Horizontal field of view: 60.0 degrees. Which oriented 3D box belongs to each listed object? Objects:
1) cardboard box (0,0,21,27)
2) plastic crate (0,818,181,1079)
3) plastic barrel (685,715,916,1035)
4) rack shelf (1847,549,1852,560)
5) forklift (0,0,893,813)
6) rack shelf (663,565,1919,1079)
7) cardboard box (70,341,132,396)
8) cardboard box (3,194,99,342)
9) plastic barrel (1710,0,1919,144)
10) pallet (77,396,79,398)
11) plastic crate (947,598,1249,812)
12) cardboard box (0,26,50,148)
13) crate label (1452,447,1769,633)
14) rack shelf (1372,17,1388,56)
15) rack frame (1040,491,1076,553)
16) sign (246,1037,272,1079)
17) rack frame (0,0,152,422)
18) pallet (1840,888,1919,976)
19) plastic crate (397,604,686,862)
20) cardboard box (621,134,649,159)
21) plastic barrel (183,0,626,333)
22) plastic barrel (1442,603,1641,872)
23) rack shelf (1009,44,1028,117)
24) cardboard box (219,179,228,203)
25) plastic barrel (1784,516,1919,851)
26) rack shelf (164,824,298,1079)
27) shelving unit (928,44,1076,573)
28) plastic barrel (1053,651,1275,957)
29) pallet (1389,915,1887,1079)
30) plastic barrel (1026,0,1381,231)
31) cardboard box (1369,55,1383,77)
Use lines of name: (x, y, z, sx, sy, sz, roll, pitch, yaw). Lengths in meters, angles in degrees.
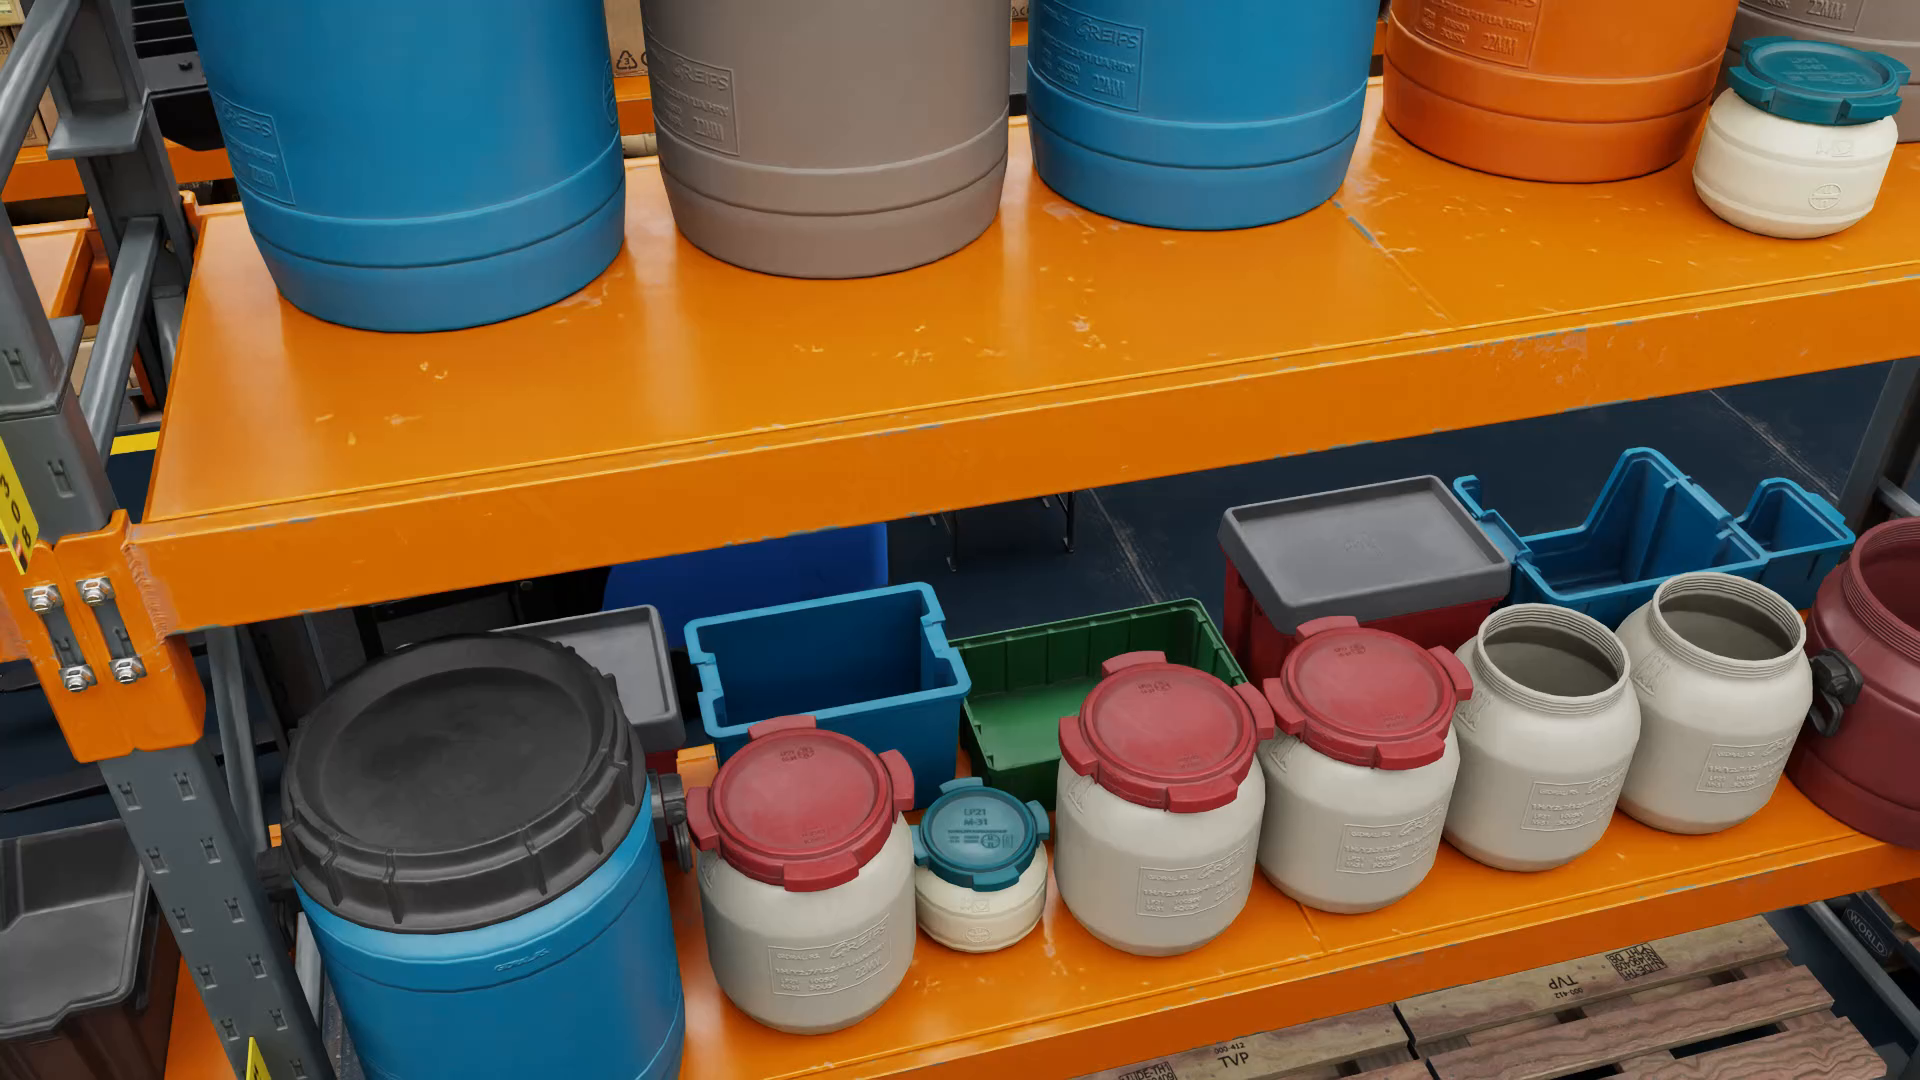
cardboard box: (-3.758, -2.118, 6.434, 0.250, 0.149, 0.380, -9, 38, -12)
plastic crate: (-1.819, 0.789, 3.301, 0.504, 0.338, 0.767, -9, 38, -12)
plastic barrel: (-0.300, 0.679, 3.281, 0.433, 0.535, 0.433, 0, 37, 0)
rack shelf: (4.512, 0.091, 4.754, 4.000, 0.370, 1.077, -9, 38, -12)
forklift: (-1.812, -0.669, 5.213, 3.031, 2.935, 1.130, -14, 40, -18)
rack shelf: (0.650, 0.725, 3.926, 4.000, 0.370, 1.077, -9, 38, -12)
cardboard box: (-3.923, -0.862, 7.325, 0.500, 0.250, 0.500, -9, 38, -12)
cardboard box: (-3.927, -1.167, 7.107, 0.500, 0.500, 0.500, -9, 38, -12)
plastic barrel: (1.732, -1.265, 3.054, 0.600, 0.901, 0.600, 0, 37, 0)
pallet: (-4.527, -0.746, 7.551, 1.213, 0.211, 1.003, -9, 38, -12)
plastic crate: (0.327, 0.399, 3.934, 0.662, 0.188, 0.450, -9, 38, -12)
cardboard box: (-3.988, -1.951, 6.750, 0.500, 0.500, 0.700, -9, 38, -11)
crate label: (1.551, 0.107, 4.112, 0.616, 0.435, 0.502, -9, 38, -12)
rack shelf: (3.224, -2.815, 8.553, 4.000, 0.370, 1.077, -9, 38, -12)
rack frame: (0.395, -0.899, 6.197, 0.015, 2.100, 0.400, -9, 38, -12)
sign: (-1.148, 0.971, 2.785, 0.005, 0.325, 0.100, -9, 38, -12)
rack frame: (-1.281, -1.627, 1.470, 0.127, 3.000, 1.000, -9, 38, -12)
pallet: (3.331, 1.081, 5.164, 1.213, 0.211, 1.003, -9, 38, -12)
plastic crate: (-0.893, 0.474, 3.608, 0.583, 0.464, 0.402, -9, 38, -12)
cardboard box: (-1.752, -1.766, 8.045, 0.500, 0.311, 0.500, -8, 38, -11)
plastic barrel: (-0.846, -0.842, 2.501, 0.708, 0.901, 0.600, -9, 38, -12)
plastic barrel: (1.237, 0.433, 3.623, 0.421, 0.512, 0.421, 0, 37, 0)
rack shelf: (0.160, -1.405, 5.729, 0.480, 0.518, 0.431, -9, 38, -12)
cardboard box: (-3.578, -1.549, 7.606, 0.500, 0.500, 0.500, -9, 38, -12)
plastic barrel: (2.212, 0.320, 3.751, 0.708, 0.536, 0.600, -9, 38, -12)
rack shelf: (-3.211, 1.359, 3.097, 4.000, 0.370, 1.077, -9, 38, -12)
shelving unit: (0.160, -0.860, 6.146, 0.503, 2.100, 0.431, -9, 38, -12)
plastic barrel: (0.408, 0.563, 3.433, 0.433, 0.535, 0.433, 0, 37, 0)
pallet: (1.823, 1.330, 4.838, 1.213, 0.211, 1.003, -9, 38, -12)
plastic barrel: (0.417, -1.050, 2.772, 0.708, 0.901, 0.600, -9, 38, -12)
cardboard box: (2.188, -2.561, 8.707, 0.500, 0.250, 0.500, -8, 38, -10)
